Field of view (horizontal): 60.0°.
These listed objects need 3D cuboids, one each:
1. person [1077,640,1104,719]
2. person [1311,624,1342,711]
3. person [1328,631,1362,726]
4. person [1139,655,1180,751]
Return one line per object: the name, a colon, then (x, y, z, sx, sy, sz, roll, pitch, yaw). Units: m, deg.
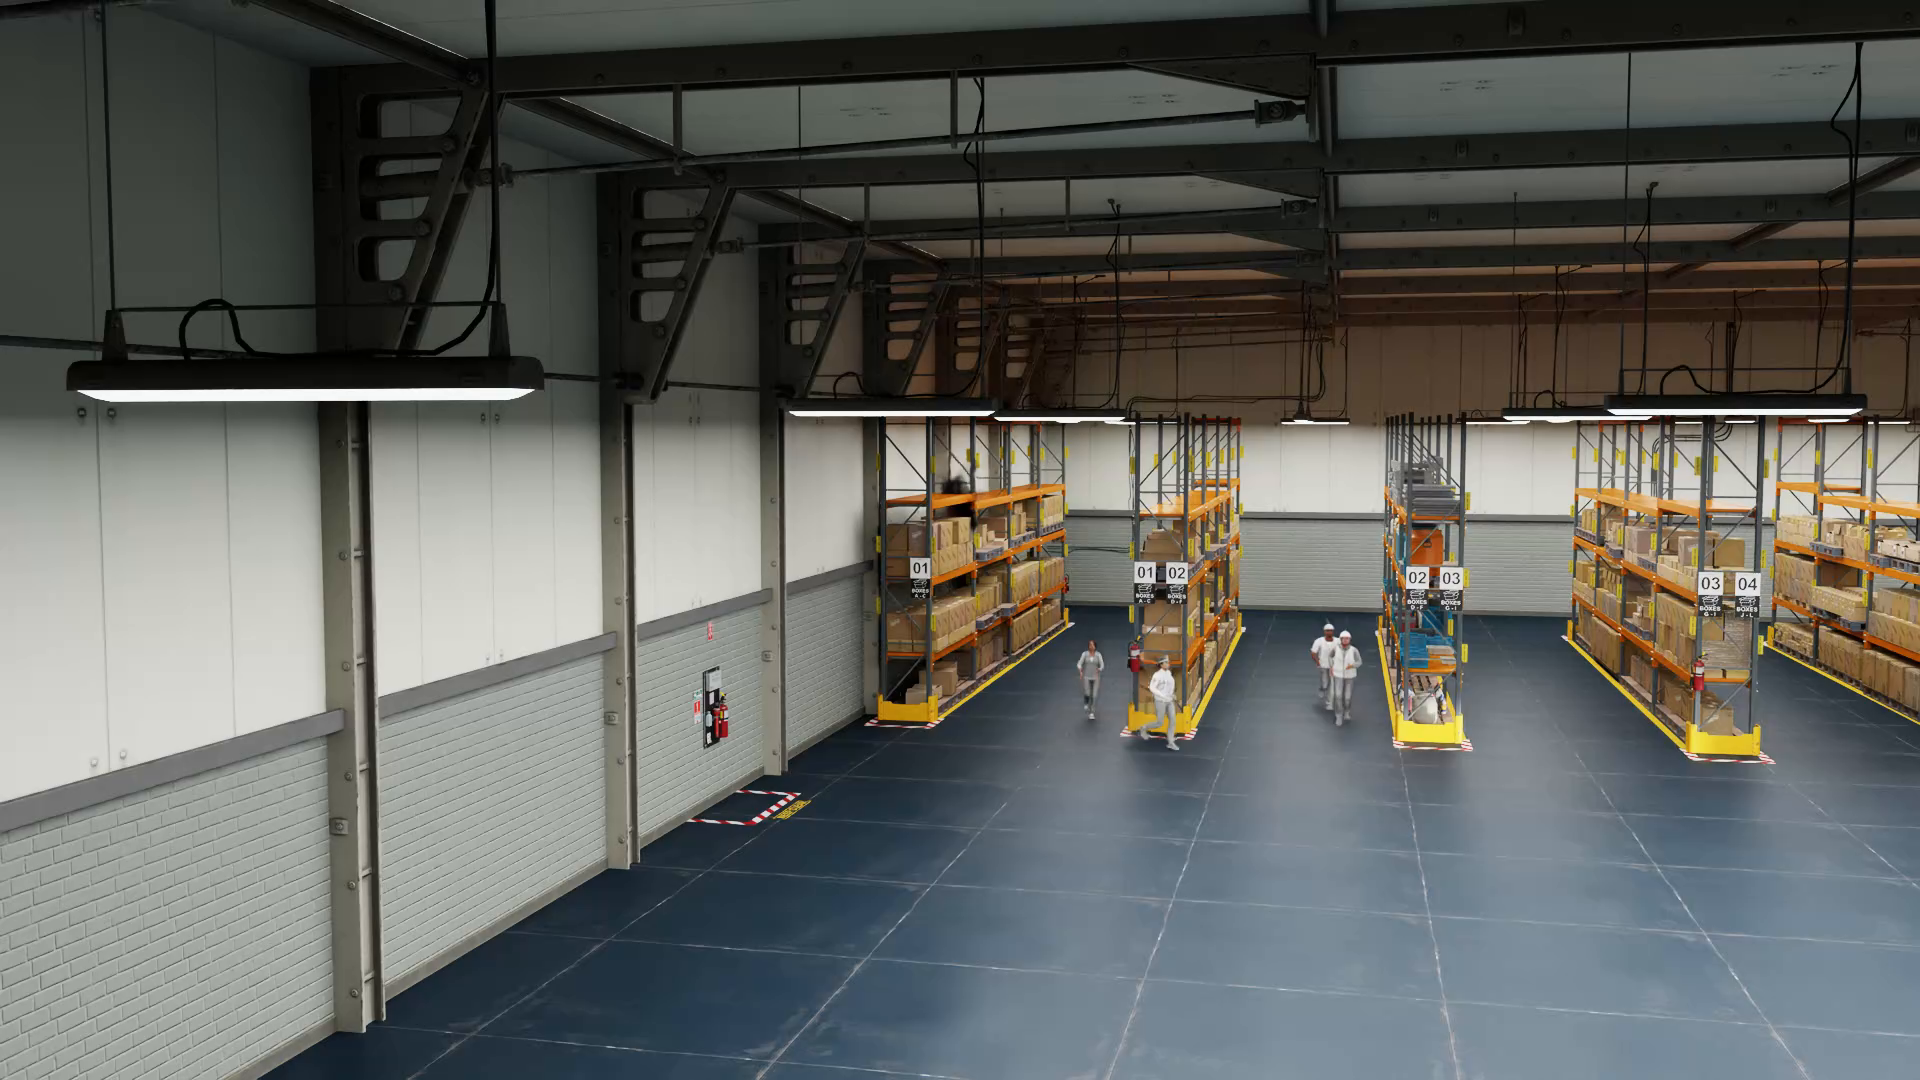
person: (2.570, 2.738, 32.629, 0.526, 1.548, 0.508, 0, 4, 2)
person: (7.499, 2.573, 33.819, 0.700, 1.739, 0.801, 0, 4, 0)
person: (7.440, 2.667, 32.172, 0.663, 1.820, 0.725, 1, 4, 16)
person: (3.627, 2.884, 29.729, 0.646, 1.684, 0.873, -4, 5, -45)
